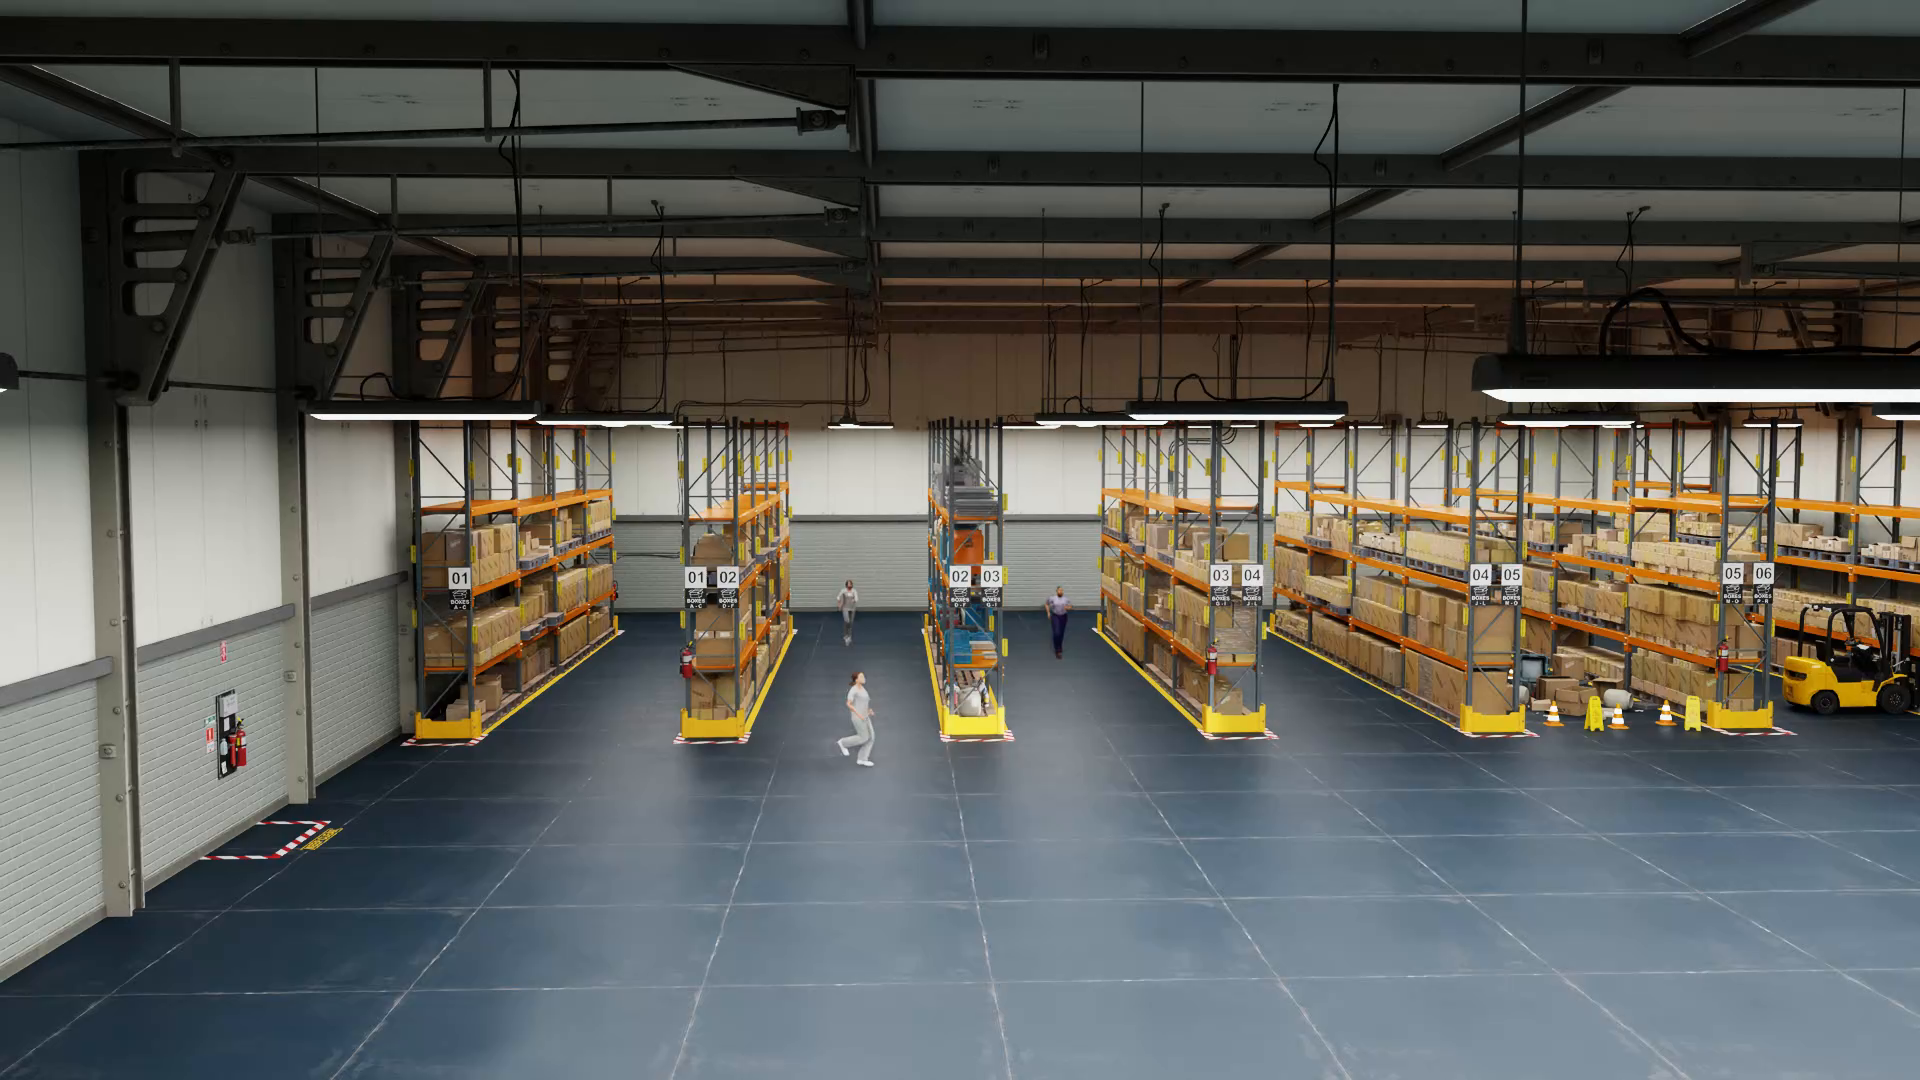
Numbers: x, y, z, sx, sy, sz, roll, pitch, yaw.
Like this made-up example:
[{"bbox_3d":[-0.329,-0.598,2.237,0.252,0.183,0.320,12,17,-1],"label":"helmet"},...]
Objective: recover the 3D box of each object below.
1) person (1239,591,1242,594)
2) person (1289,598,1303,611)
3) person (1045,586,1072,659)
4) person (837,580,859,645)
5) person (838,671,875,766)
[{"bbox_3d":[7.840,1.901,44.924,0.695,1.763,0.956,0,4,-1],"label":"person"},{"bbox_3d":[9.936,1.668,49.161,0.558,1.687,0.760,3,5,40],"label":"person"},{"bbox_3d":[2.416,1.987,40.391,0.579,1.746,0.713,-1,4,-17],"label":"person"},{"bbox_3d":[-2.862,1.860,42.772,0.503,1.664,0.672,-1,4,-18],"label":"person"},{"bbox_3d":[-1.768,3.054,28.603,0.636,1.631,0.572,2,4,23],"label":"person"}]
